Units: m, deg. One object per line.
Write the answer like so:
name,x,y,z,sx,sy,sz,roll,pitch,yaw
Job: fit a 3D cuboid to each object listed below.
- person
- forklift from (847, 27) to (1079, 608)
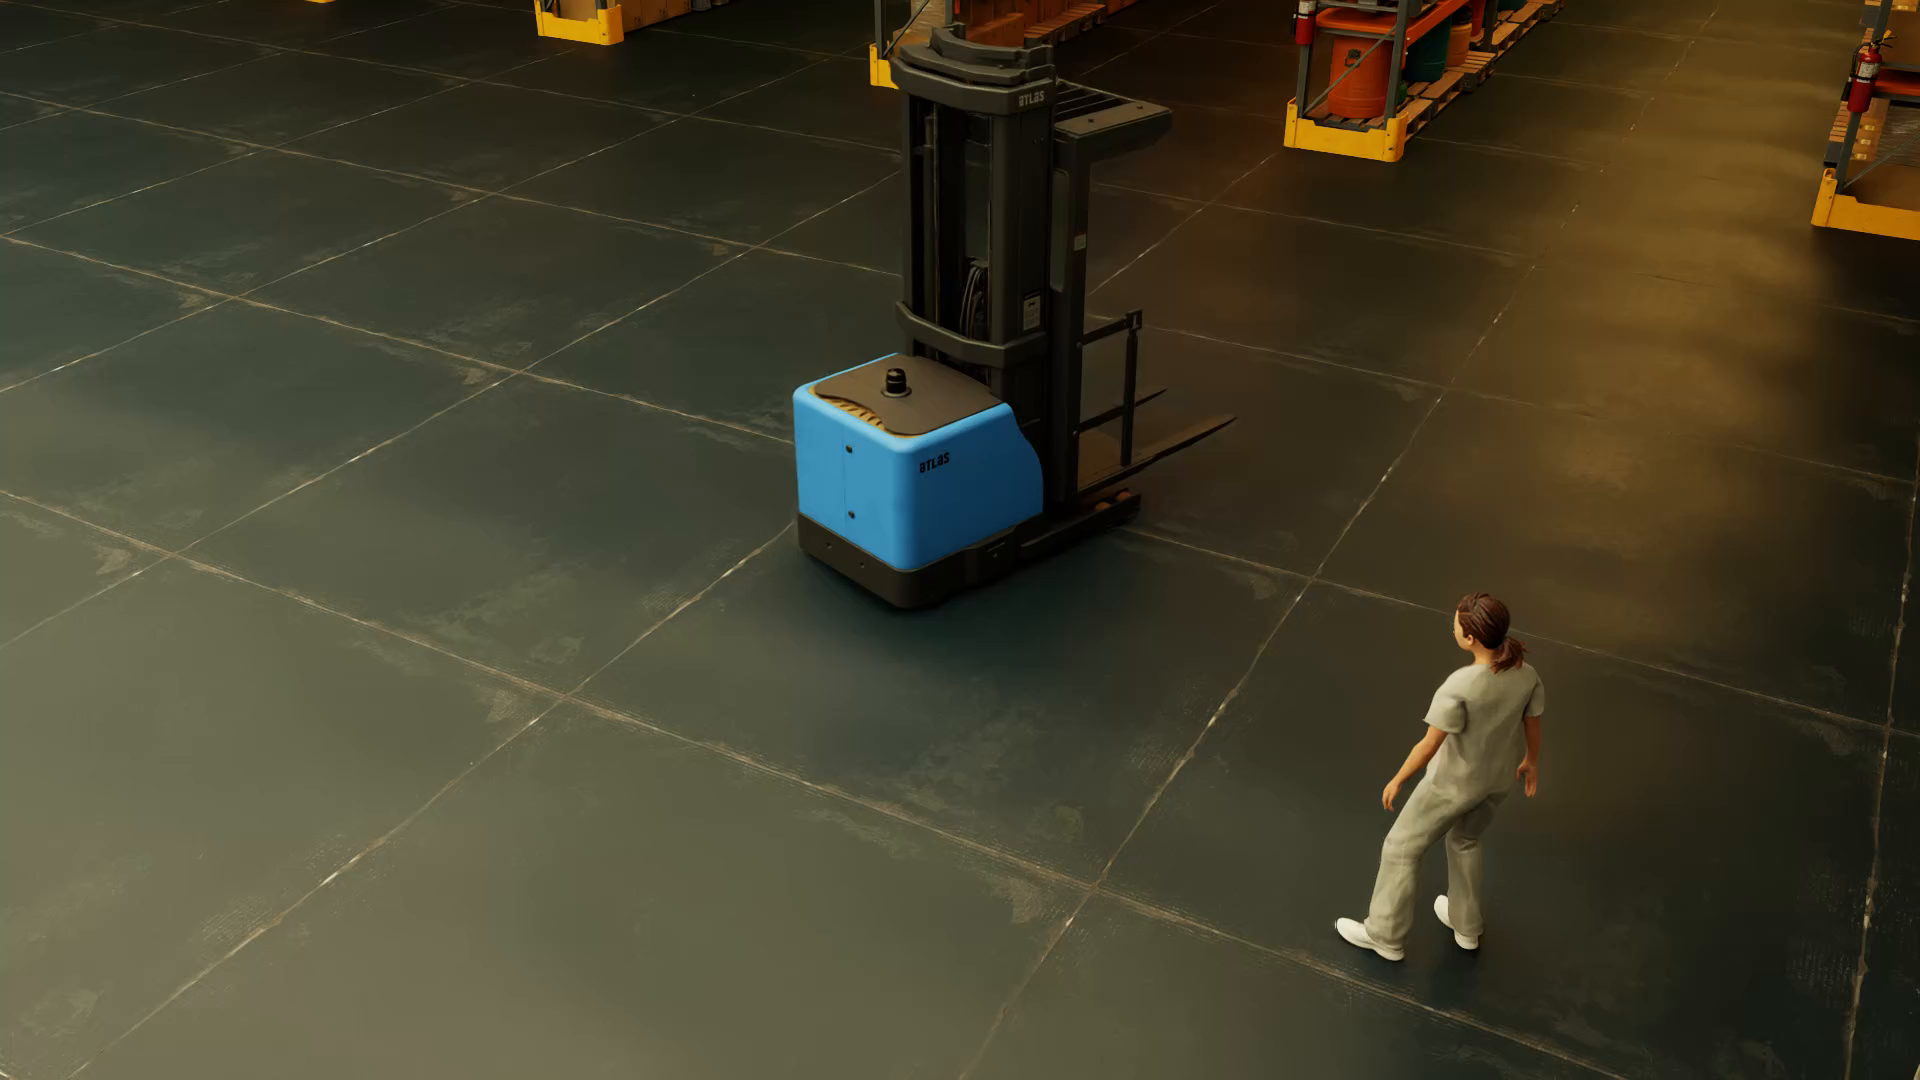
person,2.010,0.925,6.723,0.543,1.678,0.501,-15,33,-24
forklift,0.093,-1.608,9.857,1.130,2.935,3.031,4,30,7
